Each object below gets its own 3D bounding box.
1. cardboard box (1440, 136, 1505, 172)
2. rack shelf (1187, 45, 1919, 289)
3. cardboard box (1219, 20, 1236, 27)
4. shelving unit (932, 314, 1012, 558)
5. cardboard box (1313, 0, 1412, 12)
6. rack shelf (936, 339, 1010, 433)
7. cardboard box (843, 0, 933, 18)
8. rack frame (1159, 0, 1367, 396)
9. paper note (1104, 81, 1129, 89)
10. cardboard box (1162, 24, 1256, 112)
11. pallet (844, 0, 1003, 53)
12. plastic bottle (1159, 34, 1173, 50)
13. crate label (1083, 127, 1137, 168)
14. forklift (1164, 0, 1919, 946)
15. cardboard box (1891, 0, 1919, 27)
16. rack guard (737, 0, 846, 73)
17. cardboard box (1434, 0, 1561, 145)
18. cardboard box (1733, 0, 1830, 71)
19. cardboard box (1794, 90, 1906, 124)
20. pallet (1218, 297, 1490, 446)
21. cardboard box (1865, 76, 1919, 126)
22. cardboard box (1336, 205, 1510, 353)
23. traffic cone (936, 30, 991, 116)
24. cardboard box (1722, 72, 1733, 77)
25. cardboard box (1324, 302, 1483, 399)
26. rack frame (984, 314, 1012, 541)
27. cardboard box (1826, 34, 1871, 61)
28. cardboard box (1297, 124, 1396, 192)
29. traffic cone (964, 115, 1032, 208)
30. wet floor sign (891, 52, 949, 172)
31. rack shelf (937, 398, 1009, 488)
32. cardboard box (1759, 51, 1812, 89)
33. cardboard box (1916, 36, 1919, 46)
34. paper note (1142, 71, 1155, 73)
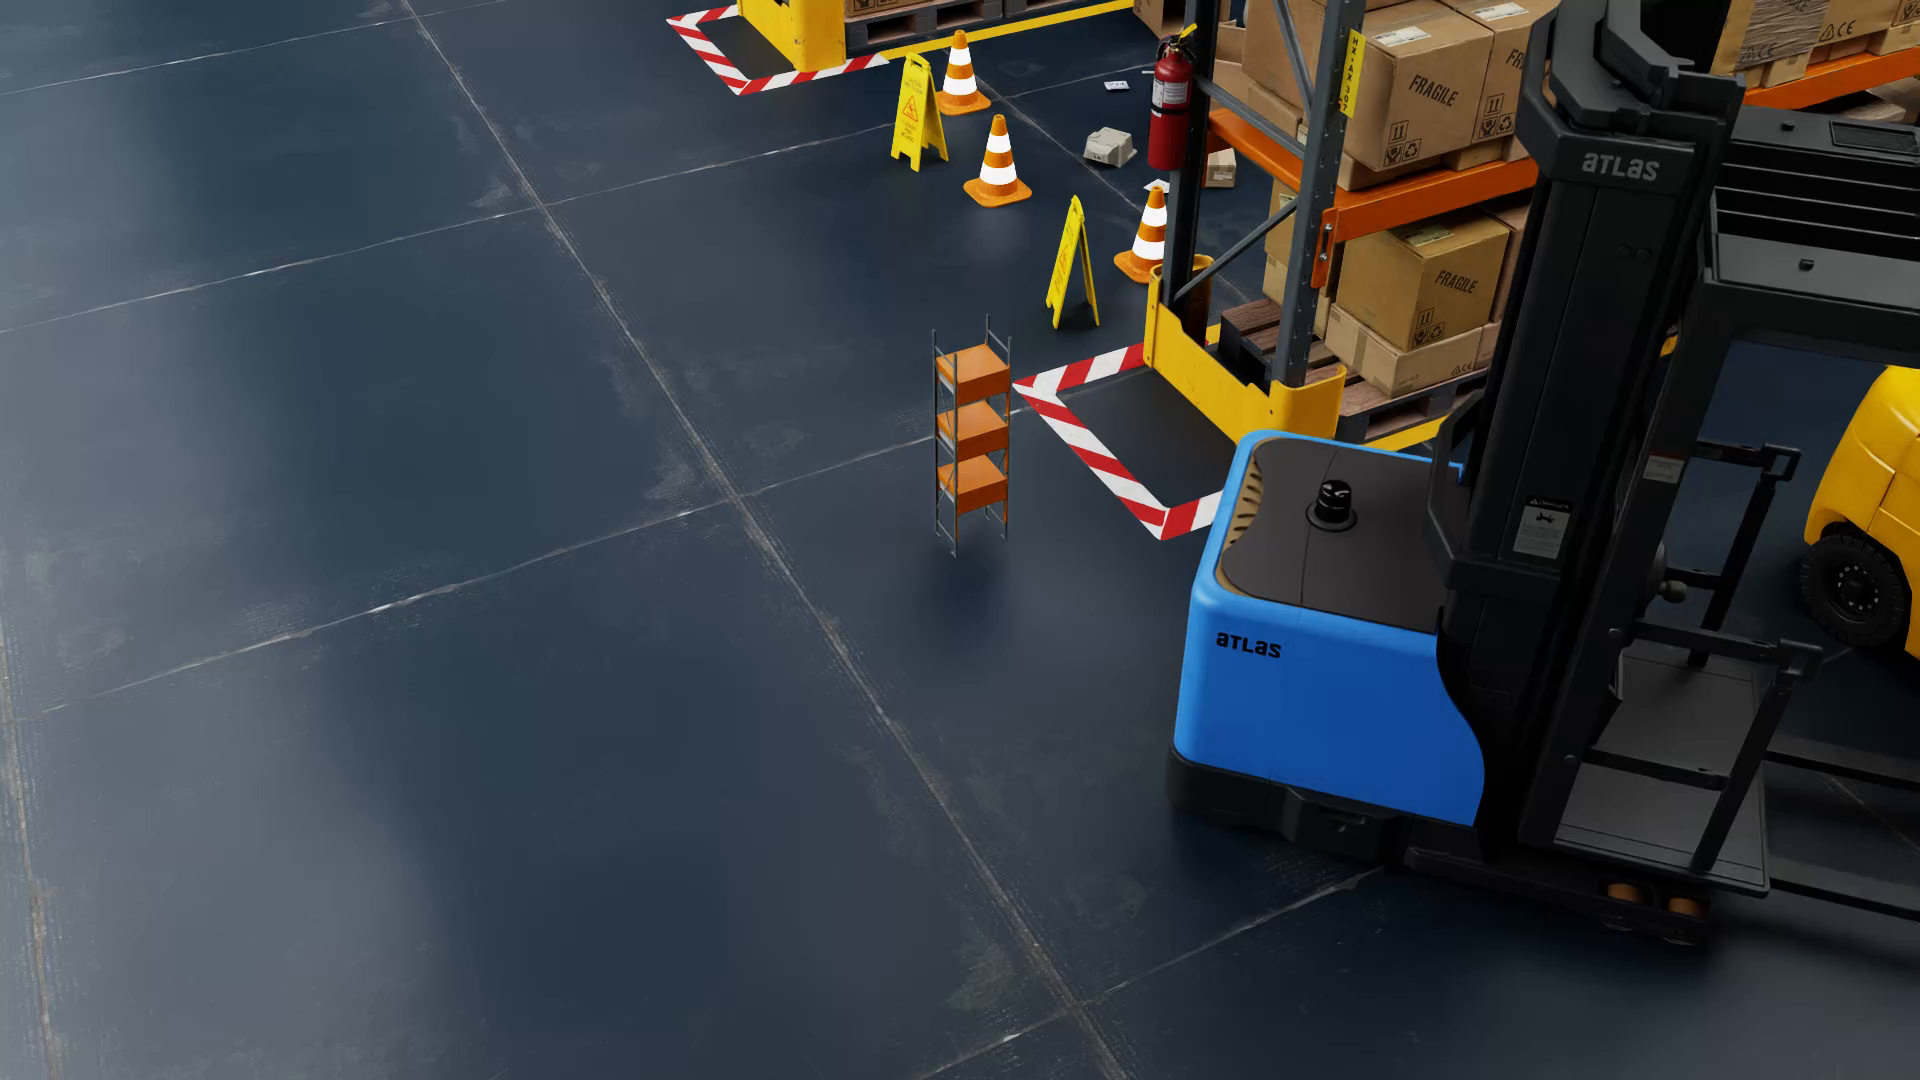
[{"bbox_3d":[2.134,-1.769,7.212,0.250,0.149,0.380,-20,44,-22],"label":"cardboard box"},{"bbox_3d":[3.021,-2.088,7.952,4.000,0.370,1.077,-19,44,-21],"label":"rack shelf"},{"bbox_3d":[1.745,-3.154,10.770,0.258,0.266,0.396,-12,42,-13],"label":"cardboard box"},{"bbox_3d":[0.047,-0.417,6.930,0.252,1.050,0.215,-19,44,-21],"label":"shelving unit"},{"bbox_3d":[1.599,-2.576,6.890,0.500,0.500,0.700,-20,44,-22],"label":"cardboard box"},{"bbox_3d":[0.047,-0.625,6.753,0.240,0.259,0.215,-19,44,-21],"label":"rack shelf"},{"bbox_3d":[-0.558,-4.161,11.164,0.875,0.875,0.875,-18,44,-20],"label":"cardboard box"},{"bbox_3d":[1.247,-1.765,7.014,0.127,3.000,1.000,-19,44,-21],"label":"rack frame"},{"bbox_3d":[1.009,-2.921,10.678,0.142,0.017,0.144,-5,40,-6],"label":"paper note"},{"bbox_3d":[1.635,-2.788,10.154,0.797,0.503,0.637,15,42,17],"label":"cardboard box"},{"bbox_3d":[-0.456,-3.791,11.565,1.213,0.211,1.003,-19,44,-21],"label":"pallet"},{"bbox_3d":[1.479,-3.291,11.091,0.283,0.061,0.133,31,49,31],"label":"plastic bottle"},{"bbox_3d":[0.887,-2.345,9.914,0.250,0.136,0.298,22,45,24],"label":"crate label"},{"bbox_3d":[2.321,-0.135,5.141,3.031,2.935,1.130,12,42,13],"label":"forklift"},{"bbox_3d":[4.515,-2.836,7.971,0.500,0.500,0.500,-20,44,-22],"label":"cardboard box"},{"bbox_3d":[-1.150,-3.611,11.128,0.348,0.500,1.175,-19,44,-21],"label":"rack guard"},{"bbox_3d":[2.253,-2.056,7.050,0.500,0.500,0.500,-17,43,-19],"label":"cardboard box"},{"bbox_3d":[3.604,-2.521,7.599,0.500,0.500,0.500,-17,43,-19],"label":"cardboard box"},{"bbox_3d":[4.394,-2.026,8.544,0.500,0.500,0.500,-19,44,-21],"label":"cardboard box"},{"bbox_3d":[2.051,-0.946,8.204,1.213,0.211,1.003,-19,44,-21],"label":"pallet"},{"bbox_3d":[5.259,-2.275,9.324,0.625,0.372,0.950,-18,43,-20],"label":"cardboard box"},{"bbox_3d":[2.111,-1.252,7.630,0.500,0.500,0.500,-20,44,-22],"label":"cardboard box"},{"bbox_3d":[-0.002,-2.948,10.375,0.334,0.463,0.336,-19,44,-21],"label":"traffic cone"},{"bbox_3d":[3.299,-2.131,7.640,0.250,0.149,0.380,-18,44,-20],"label":"cardboard box"},{"bbox_3d":[2.090,-0.959,7.864,0.500,0.250,0.500,-19,44,-21],"label":"cardboard box"},{"bbox_3d":[0.156,-0.453,6.973,0.008,1.050,0.200,-19,44,-21],"label":"rack frame"},{"bbox_3d":[4.165,-2.481,8.054,0.250,0.149,0.380,-18,44,-20],"label":"cardboard box"},{"bbox_3d":[1.644,-1.652,7.075,0.250,0.149,0.380,-18,44,-20],"label":"cardboard box"},{"bbox_3d":[0.218,-2.199,9.490,0.334,0.463,0.336,-19,44,-21],"label":"traffic cone"},{"bbox_3d":[-0.240,-2.530,9.739,0.232,0.644,0.267,-26,47,-28],"label":"wet floor sign"},{"bbox_3d":[0.047,-0.409,6.937,0.240,0.259,0.215,-19,44,-21],"label":"rack shelf"},{"bbox_3d":[3.751,-2.288,7.825,0.250,0.149,0.380,-19,44,-21],"label":"cardboard box"},{"bbox_3d":[4.650,-2.593,8.186,0.250,0.149,0.380,-19,44,-21],"label":"cardboard box"},{"bbox_3d":[1.252,-3.052,10.848,0.123,0.001,0.032,2,40,2],"label":"paper note"}]
